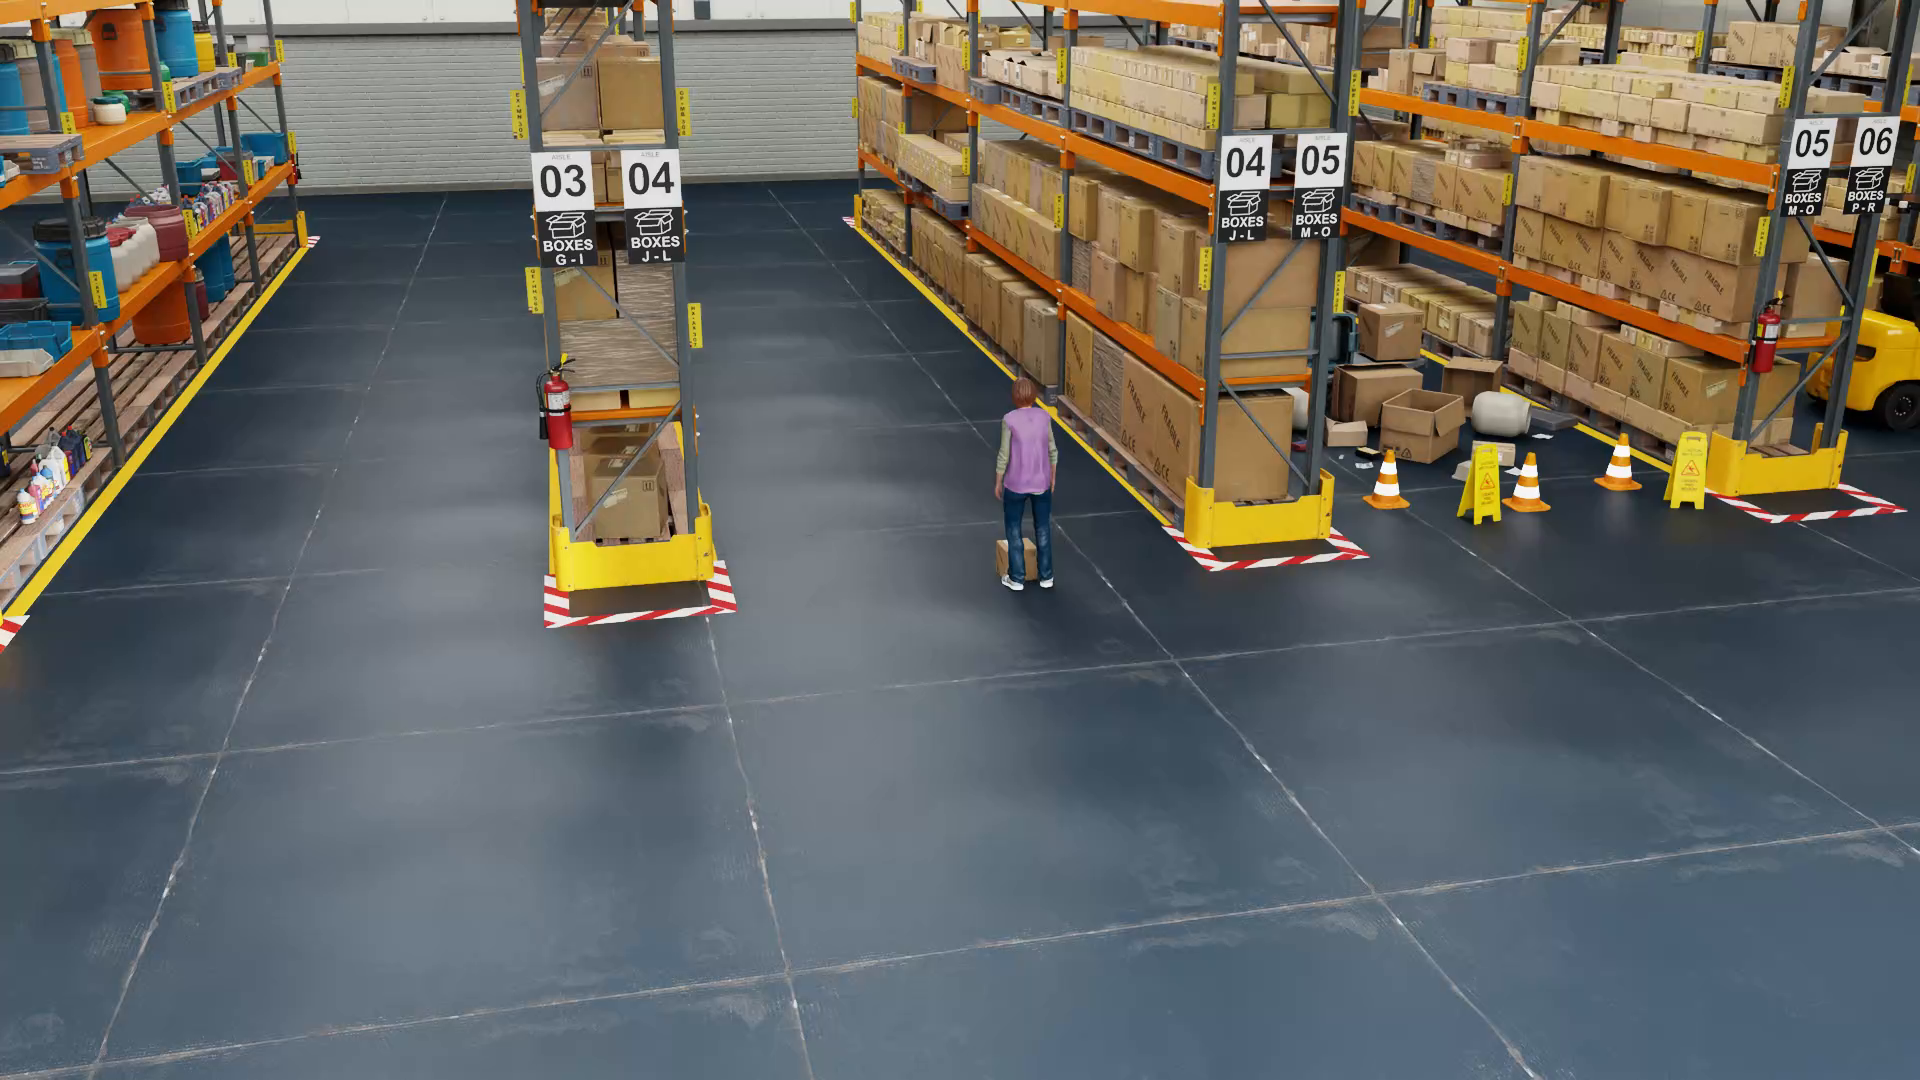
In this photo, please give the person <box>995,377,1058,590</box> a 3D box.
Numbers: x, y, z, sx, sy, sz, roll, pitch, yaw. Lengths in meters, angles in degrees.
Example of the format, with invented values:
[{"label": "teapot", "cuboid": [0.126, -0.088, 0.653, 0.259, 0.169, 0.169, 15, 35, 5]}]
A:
[{"label": "person", "cuboid": [0.490, -0.403, 12.200, 0.477, 1.593, 0.346, -5, 21, -14]}]
